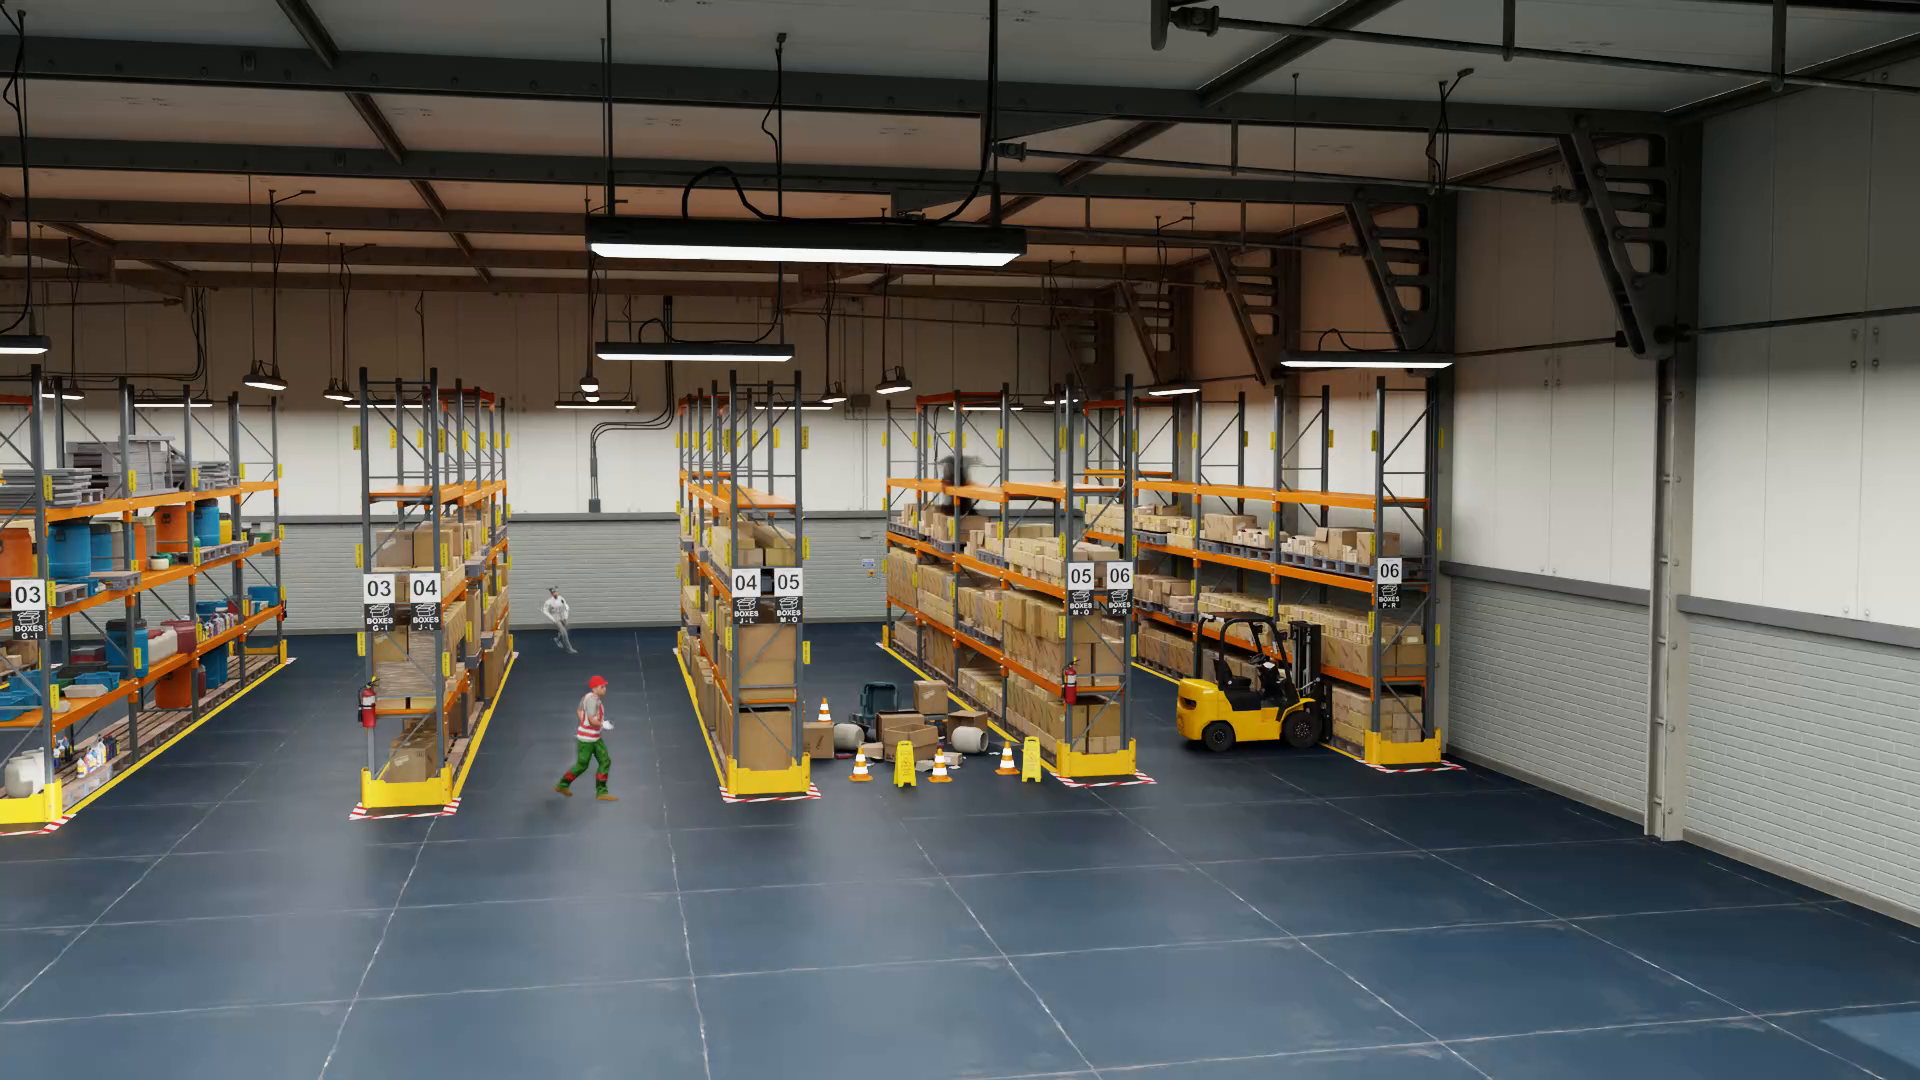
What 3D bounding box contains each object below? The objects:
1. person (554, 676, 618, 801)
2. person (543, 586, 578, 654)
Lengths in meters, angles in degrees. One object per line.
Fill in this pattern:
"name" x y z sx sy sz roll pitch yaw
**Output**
"person" -5.171 2.743 22.914 0.895 1.747 0.628 0 3 -1
"person" -9.506 1.866 39.187 0.769 1.593 0.673 3 5 44
